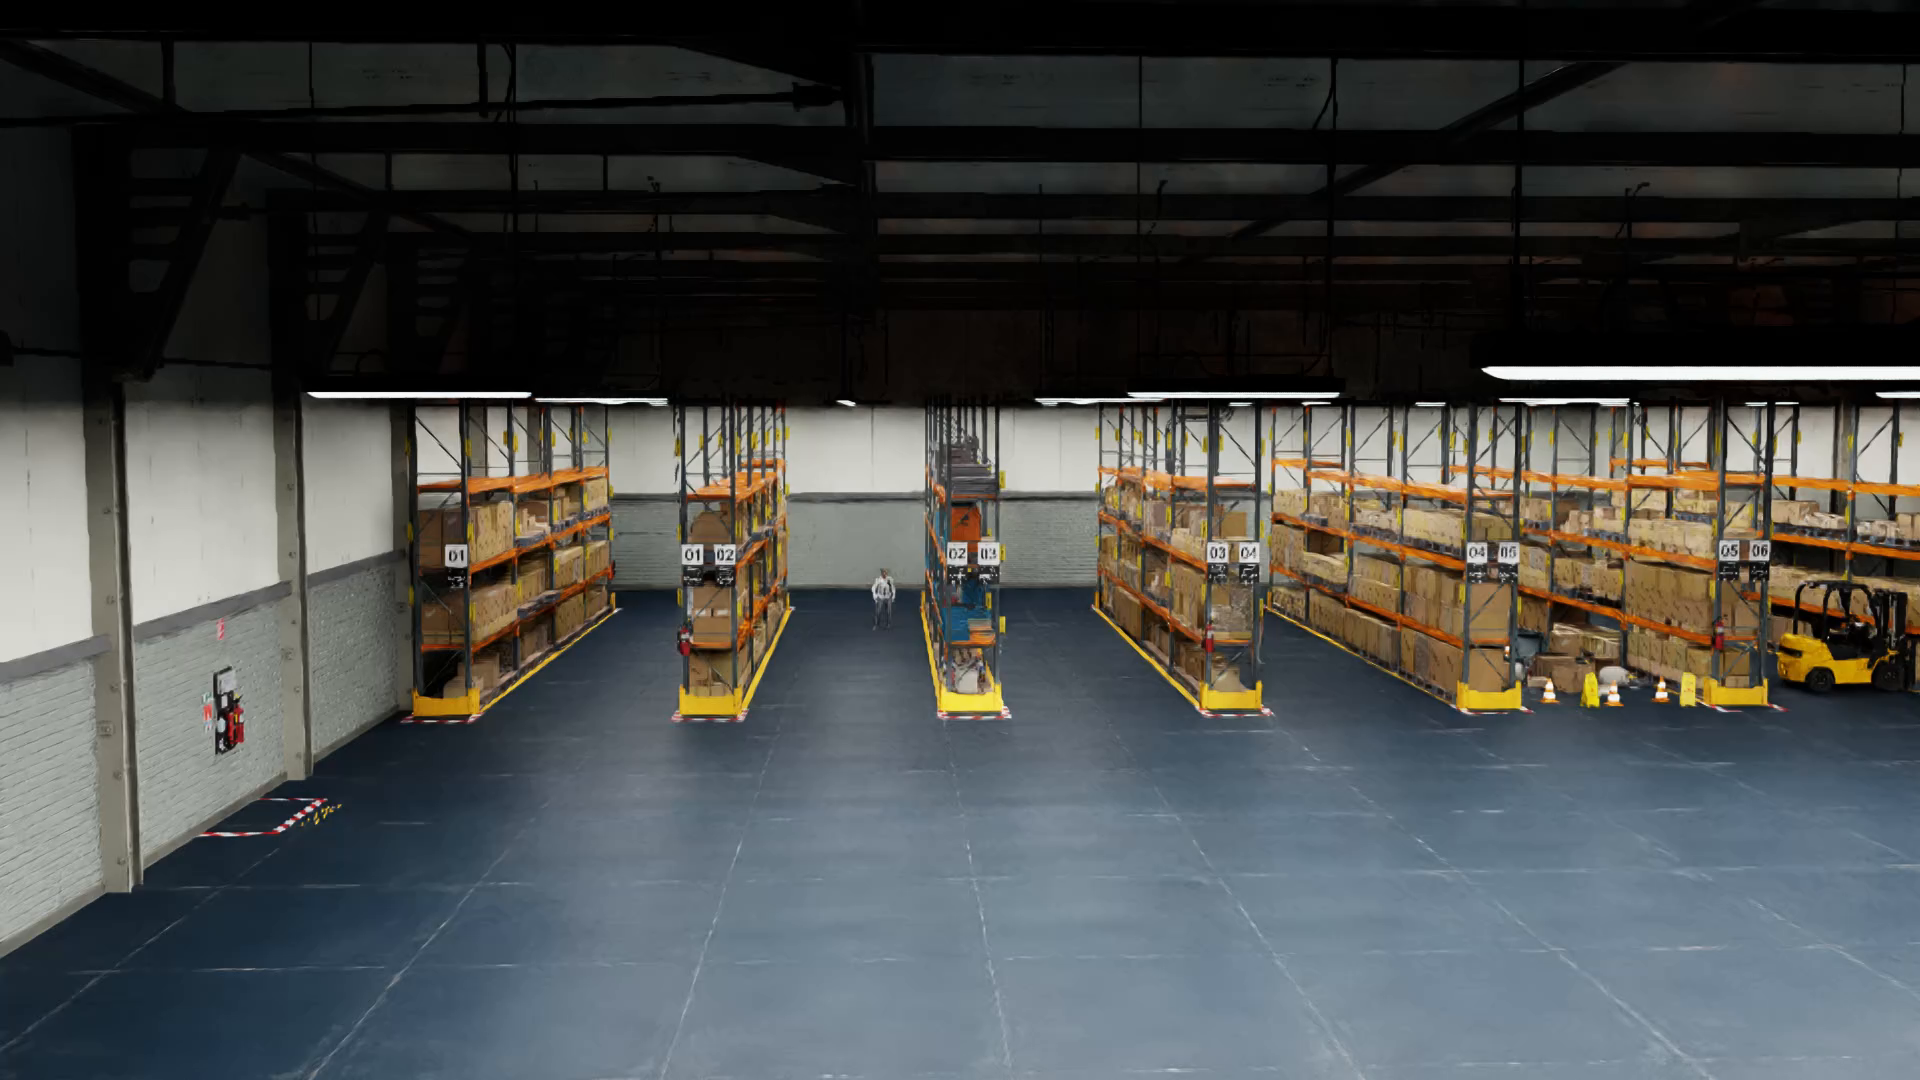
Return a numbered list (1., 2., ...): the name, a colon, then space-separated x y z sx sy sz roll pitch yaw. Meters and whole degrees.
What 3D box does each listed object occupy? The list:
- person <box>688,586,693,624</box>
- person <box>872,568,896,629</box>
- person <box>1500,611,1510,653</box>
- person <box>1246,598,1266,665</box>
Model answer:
1. person: -7.104 1.325 44.164 0.454 1.788 0.601 -3 5 -30
2. person: -1.969 1.508 43.151 0.639 1.632 0.512 0 5 -4
3. person: 12.681 1.768 38.614 0.577 1.783 0.662 2 5 25
4. person: 6.621 1.906 37.212 0.450 1.731 0.589 -3 5 -34
